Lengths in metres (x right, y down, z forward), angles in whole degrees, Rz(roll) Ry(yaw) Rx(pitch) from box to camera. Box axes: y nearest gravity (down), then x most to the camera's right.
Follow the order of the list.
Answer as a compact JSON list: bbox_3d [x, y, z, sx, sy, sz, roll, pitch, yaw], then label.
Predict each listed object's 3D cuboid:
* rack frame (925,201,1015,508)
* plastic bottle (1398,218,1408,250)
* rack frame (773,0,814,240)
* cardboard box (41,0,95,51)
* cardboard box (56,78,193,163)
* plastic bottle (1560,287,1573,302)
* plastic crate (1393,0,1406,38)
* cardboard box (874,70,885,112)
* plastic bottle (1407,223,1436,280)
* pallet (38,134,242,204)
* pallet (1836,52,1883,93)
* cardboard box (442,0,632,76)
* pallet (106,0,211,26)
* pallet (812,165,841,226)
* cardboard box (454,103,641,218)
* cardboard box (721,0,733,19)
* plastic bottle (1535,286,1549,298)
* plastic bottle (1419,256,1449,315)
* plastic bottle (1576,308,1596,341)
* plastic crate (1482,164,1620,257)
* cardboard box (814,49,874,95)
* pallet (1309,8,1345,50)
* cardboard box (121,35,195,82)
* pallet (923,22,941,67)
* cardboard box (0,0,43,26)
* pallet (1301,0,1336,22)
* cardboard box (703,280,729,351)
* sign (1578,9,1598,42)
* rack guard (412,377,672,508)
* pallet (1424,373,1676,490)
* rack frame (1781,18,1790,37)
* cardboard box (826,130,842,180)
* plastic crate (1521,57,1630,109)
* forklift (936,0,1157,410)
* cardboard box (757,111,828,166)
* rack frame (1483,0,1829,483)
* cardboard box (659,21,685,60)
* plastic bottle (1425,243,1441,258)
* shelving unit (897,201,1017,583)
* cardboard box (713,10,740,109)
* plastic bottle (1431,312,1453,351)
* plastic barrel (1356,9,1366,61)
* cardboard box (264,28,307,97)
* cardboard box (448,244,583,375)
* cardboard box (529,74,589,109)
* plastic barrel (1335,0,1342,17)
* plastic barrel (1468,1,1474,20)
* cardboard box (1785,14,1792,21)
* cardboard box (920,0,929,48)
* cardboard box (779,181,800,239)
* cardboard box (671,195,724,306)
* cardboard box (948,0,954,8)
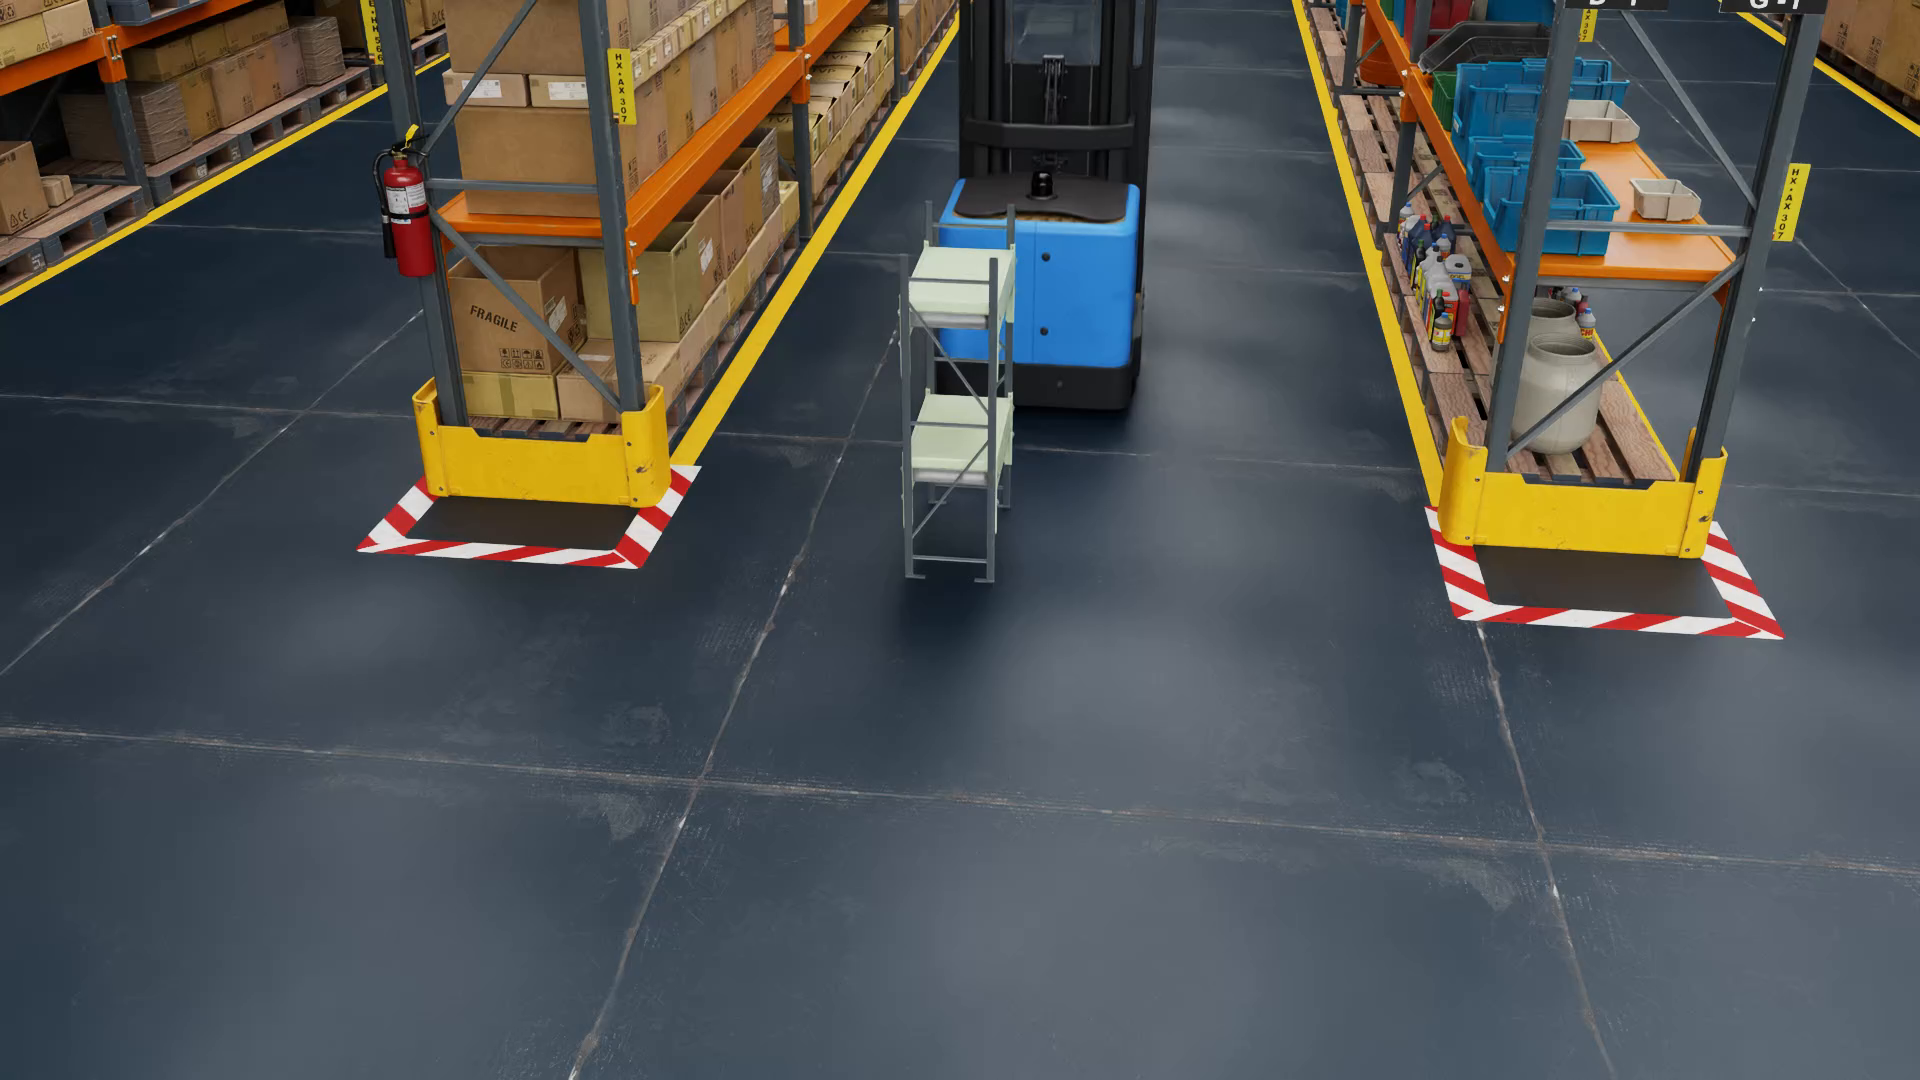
[{"bbox_3d":[0.044,-0.829,7.708,0.400,1.500,0.023,3,28,6],"label":"rack frame"},{"bbox_3d":[2.892,-1.982,10.754,0.097,0.201,0.097,0,28,0],"label":"plastic bottle"},{"bbox_3d":[-1.537,-3.483,11.052,1.000,3.000,0.127,3,28,6],"label":"rack frame"},{"bbox_3d":[-6.211,-3.471,11.167,0.500,0.250,0.500,3,29,6],"label":"cardboard box"},{"bbox_3d":[-6.380,-3.209,12.716,0.700,0.500,0.500,4,29,8],"label":"cardboard box"},{"bbox_3d":[3.474,-1.346,9.499,0.097,0.271,0.097,0,28,0],"label":"plastic bottle"},{"bbox_3d":[3.205,-3.723,11.515,0.392,0.384,0.575,3,28,6],"label":"plastic crate"},{"bbox_3d":[-0.929,-3.835,14.162,0.500,0.250,0.500,3,28,6],"label":"cardboard box"},{"bbox_3d":[2.844,-1.776,10.213,0.144,0.351,0.185,2,28,4],"label":"plastic bottle"},{"bbox_3d":[-6.360,-2.908,12.925,1.003,0.211,1.213,3,28,6],"label":"pallet"},{"bbox_3d":[9.107,-4.500,15.880,1.003,0.211,1.213,3,28,6],"label":"pallet"},{"bbox_3d":[-1.951,-2.459,7.678,0.700,0.500,0.500,3,29,6],"label":"cardboard box"},{"bbox_3d":[-6.216,-4.036,12.280,1.003,0.211,1.213,3,28,6],"label":"pallet"},{"bbox_3d":[-1.486,-2.604,12.361,1.003,0.211,1.213,3,28,6],"label":"pallet"},{"bbox_3d":[-1.958,-1.863,7.940,0.700,0.500,0.500,3,28,6],"label":"cardboard box"},{"bbox_3d":[-1.515,-3.074,9.504,0.380,0.149,0.250,4,29,8],"label":"cardboard box"},{"bbox_3d":[3.498,-1.549,9.871,0.152,0.276,0.135,4,29,7],"label":"plastic bottle"},{"bbox_3d":[2.769,-1.488,9.679,0.144,0.351,0.185,5,29,8],"label":"plastic bottle"},{"bbox_3d":[3.420,-1.138,9.112,0.097,0.271,0.097,0,28,0],"label":"plastic bottle"},{"bbox_3d":[2.652,-1.498,7.524,0.499,0.251,0.616,3,28,6],"label":"plastic crate"},{"bbox_3d":[-0.989,-3.843,13.586,0.500,0.311,0.500,3,28,6],"label":"cardboard box"},{"bbox_3d":[4.223,-5.370,17.496,1.003,0.211,1.213,3,28,6],"label":"pallet"},{"bbox_3d":[-6.330,-3.747,12.923,0.500,0.250,0.500,3,28,5],"label":"cardboard box"},{"bbox_3d":[-0.766,-5.060,16.919,1.003,0.211,1.213,3,28,6],"label":"pallet"},{"bbox_3d":[-6.261,-3.566,10.553,0.500,0.500,0.500,3,28,6],"label":"cardboard box"},{"bbox_3d":[4.410,-6.079,18.812,1.003,0.211,1.213,3,28,6],"label":"pallet"},{"bbox_3d":[-1.622,-1.284,9.428,0.500,0.250,0.500,3,28,6],"label":"cardboard box"},{"bbox_3d":[3.923,-3.278,10.379,0.100,0.325,0.005,3,28,6],"label":"sign"},{"bbox_3d":[-2.030,-0.488,8.129,1.175,0.500,0.348,3,28,6],"label":"rack guard"},{"bbox_3d":[2.956,-0.503,8.461,1.003,0.211,1.213,3,28,6],"label":"pallet"},{"bbox_3d":[9.274,-6.671,16.970,1.000,3.000,0.127,3,28,6],"label":"rack frame"},{"bbox_3d":[-1.178,-2.873,12.376,0.500,0.250,0.500,4,29,7],"label":"cardboard box"},{"bbox_3d":[3.512,-2.591,9.553,0.499,0.251,0.616,3,28,6],"label":"plastic crate"},{"bbox_3d":[0.569,-2.659,9.596,1.130,2.935,3.031,3,28,6],"label":"forklift"},{"bbox_3d":[-1.239,-2.884,11.805,0.500,0.311,0.500,3,29,6],"label":"cardboard box"},{"bbox_3d":[2.888,-1.310,7.019,1.000,3.000,0.127,3,28,6],"label":"rack frame"},{"bbox_3d":[-1.641,-2.588,8.601,0.380,0.149,0.250,2,28,4],"label":"cardboard box"},{"bbox_3d":[2.863,-1.669,10.099,0.097,0.271,0.097,0,28,0],"label":"plastic bottle"},{"bbox_3d":[-0.001,-0.657,7.388,0.431,1.500,0.755,3,28,6],"label":"shelving unit"},{"bbox_3d":[-1.709,-2.833,9.740,0.700,0.500,0.500,4,29,7],"label":"cardboard box"},{"bbox_3d":[2.678,-1.162,9.230,0.097,0.201,0.097,0,28,0],"label":"plastic bottle"},{"bbox_3d":[3.892,-4.668,15.432,0.421,0.512,0.421,0,28,0],"label":"plastic barrel"},{"bbox_3d":[-6.179,-4.167,14.494,0.700,0.500,0.500,3,28,6],"label":"cardboard box"},{"bbox_3d":[-2.257,-1.174,8.432,0.500,0.500,0.500,3,28,6],"label":"cardboard box"},{"bbox_3d":[-1.766,-2.101,7.699,0.380,0.149,0.250,3,28,6],"label":"cardboard box"},{"bbox_3d":[4.275,-5.965,17.429,0.600,0.901,0.708,3,28,6],"label":"plastic barrel"},{"bbox_3d":[3.693,-3.746,11.687,0.301,0.262,0.301,0,28,0],"label":"plastic barrel"},{"bbox_3d":[9.216,-5.618,16.813,1.225,0.875,0.875,3,29,6],"label":"cardboard box"},{"bbox_3d":[-0.583,-5.139,16.298,0.500,0.500,0.500,3,28,6],"label":"cardboard box"},{"bbox_3d":[-1.377,-2.226,11.175,0.500,0.250,0.500,3,28,6],"label":"cardboard box"},{"bbox_3d":[-1.633,-1.615,9.251,0.500,0.500,0.500,3,28,6],"label":"cardboard box"},{"bbox_3d":[-0.333,-6.093,18.068,0.500,0.500,0.500,3,28,6],"label":"cardboard box"}]
